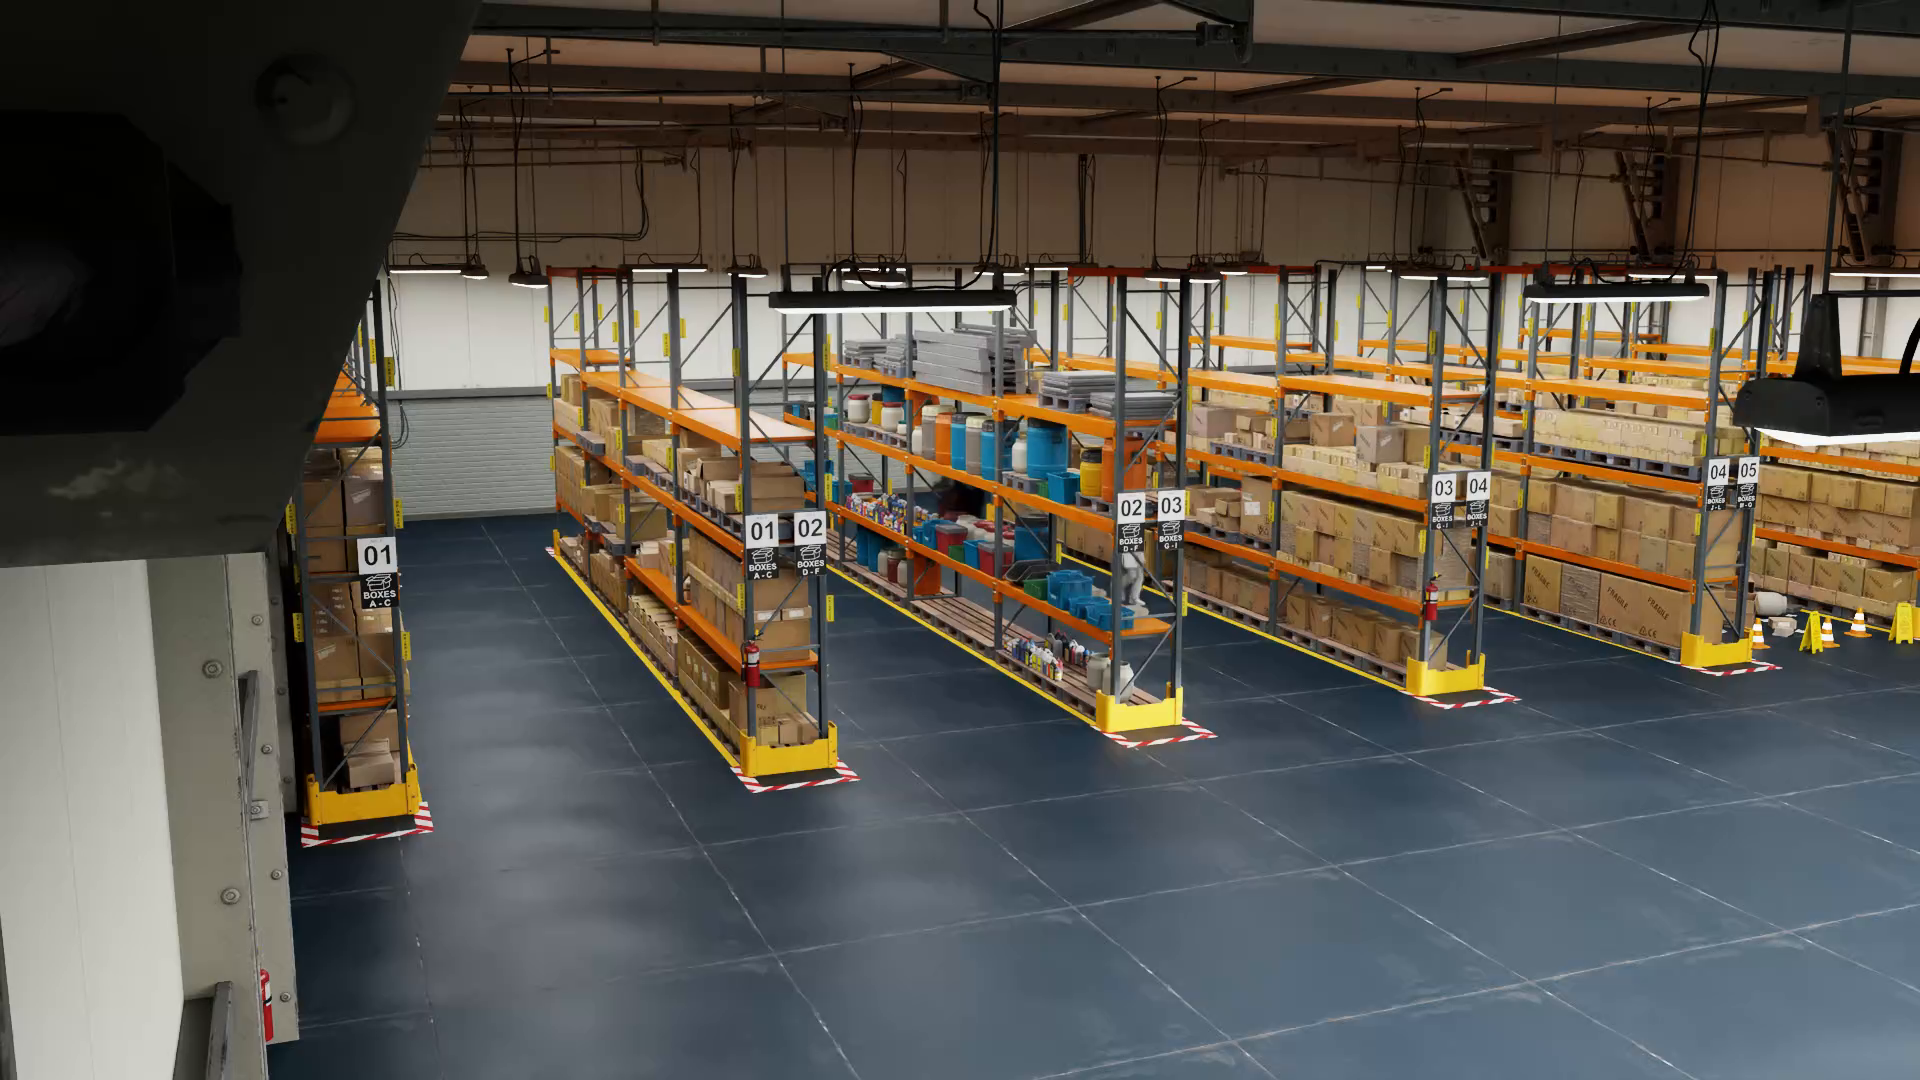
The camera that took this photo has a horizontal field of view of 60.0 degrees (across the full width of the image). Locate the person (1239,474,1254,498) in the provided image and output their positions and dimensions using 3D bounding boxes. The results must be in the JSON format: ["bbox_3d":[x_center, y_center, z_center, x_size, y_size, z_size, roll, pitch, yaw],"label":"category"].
[{"bbox_3d":[6.144,-0.522,34.997,0.640,1.600,0.596,-3,10,-17],"label":"person"}]

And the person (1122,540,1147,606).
[{"bbox_3d":[2.956,0.230,28.578,0.702,1.756,0.744,-7,12,-35],"label":"person"}]
